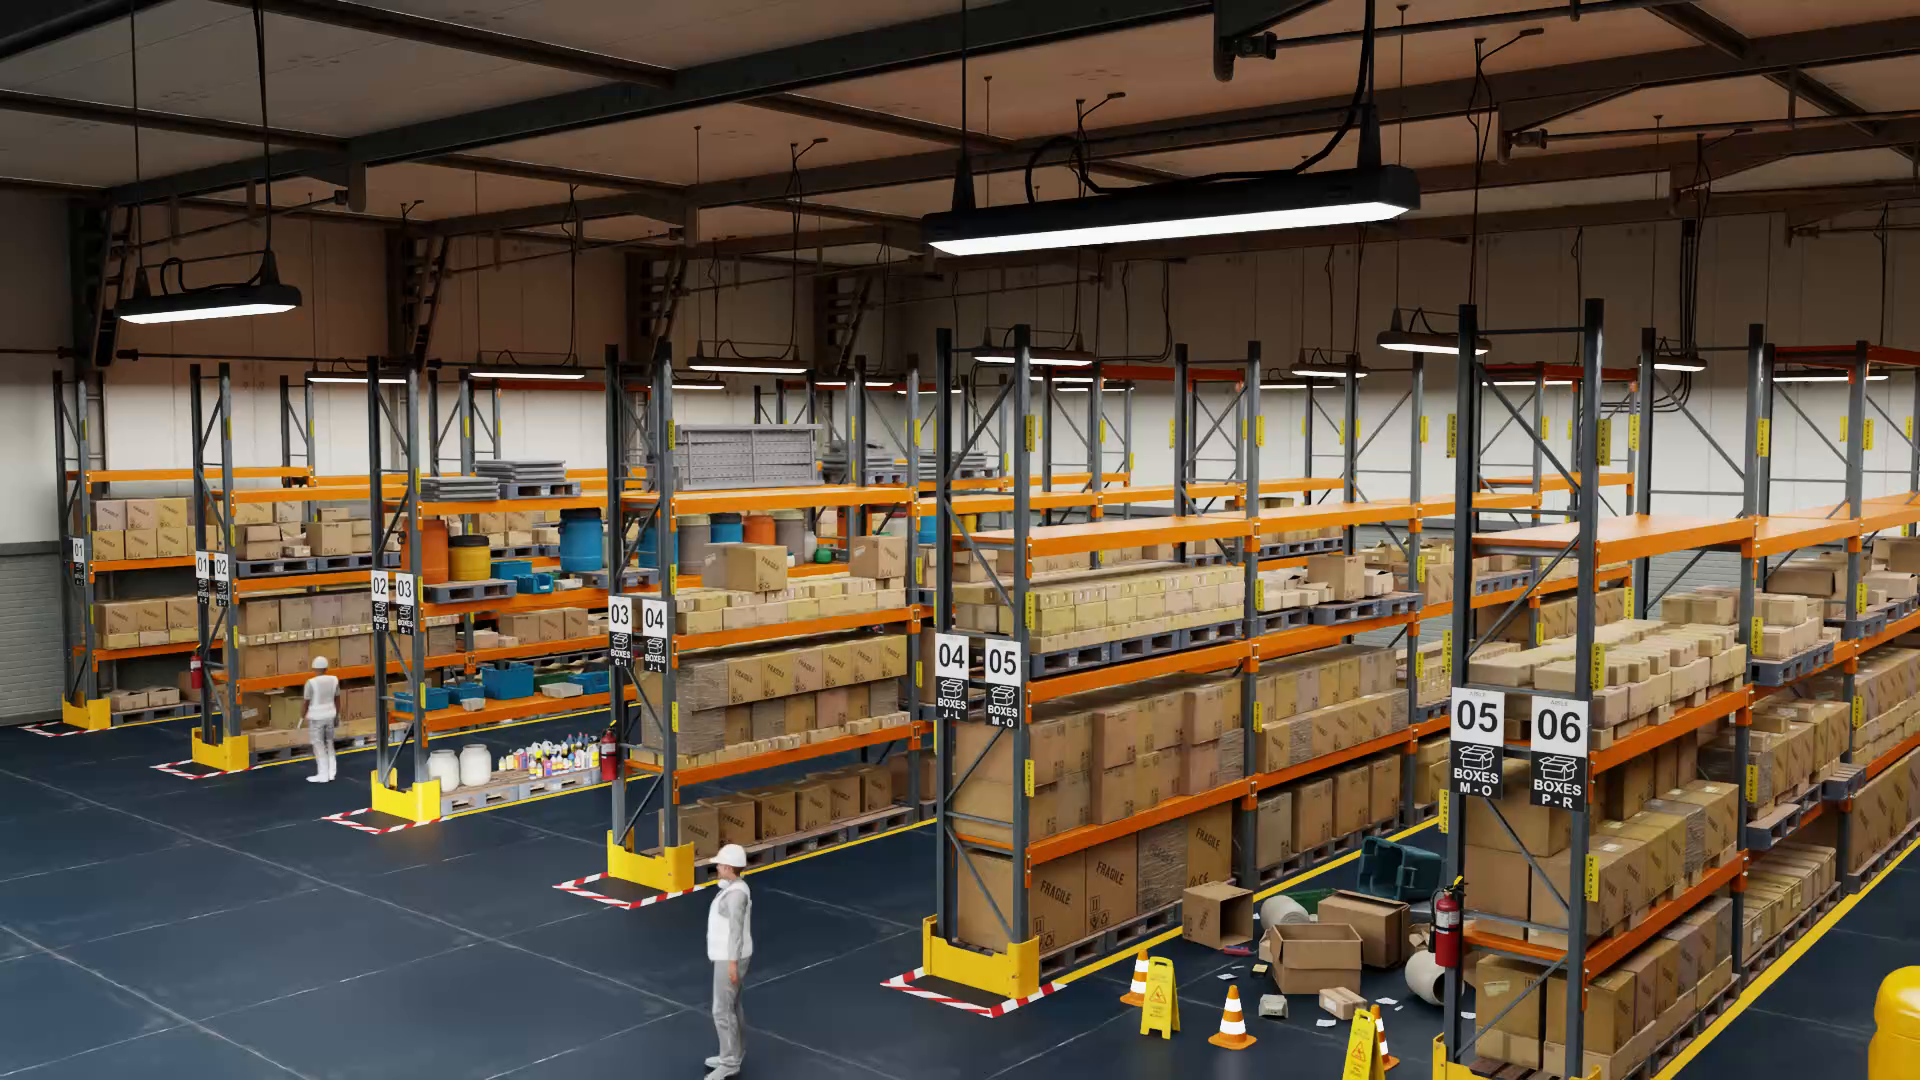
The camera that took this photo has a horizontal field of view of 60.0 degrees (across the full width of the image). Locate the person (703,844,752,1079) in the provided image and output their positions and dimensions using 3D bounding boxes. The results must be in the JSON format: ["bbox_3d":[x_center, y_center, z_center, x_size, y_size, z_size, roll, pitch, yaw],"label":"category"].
[{"bbox_3d":[-1.848,3.333,13.224,0.388,1.811,0.599,0,4,-5],"label":"person"}]

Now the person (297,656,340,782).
[{"bbox_3d":[-9.138,2.565,23.757,0.376,1.816,0.624,2,5,29],"label":"person"}]

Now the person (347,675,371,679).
[{"bbox_3d":[-10.813,2.207,29.924,0.574,1.575,0.646,-4,6,-44],"label":"person"}]
